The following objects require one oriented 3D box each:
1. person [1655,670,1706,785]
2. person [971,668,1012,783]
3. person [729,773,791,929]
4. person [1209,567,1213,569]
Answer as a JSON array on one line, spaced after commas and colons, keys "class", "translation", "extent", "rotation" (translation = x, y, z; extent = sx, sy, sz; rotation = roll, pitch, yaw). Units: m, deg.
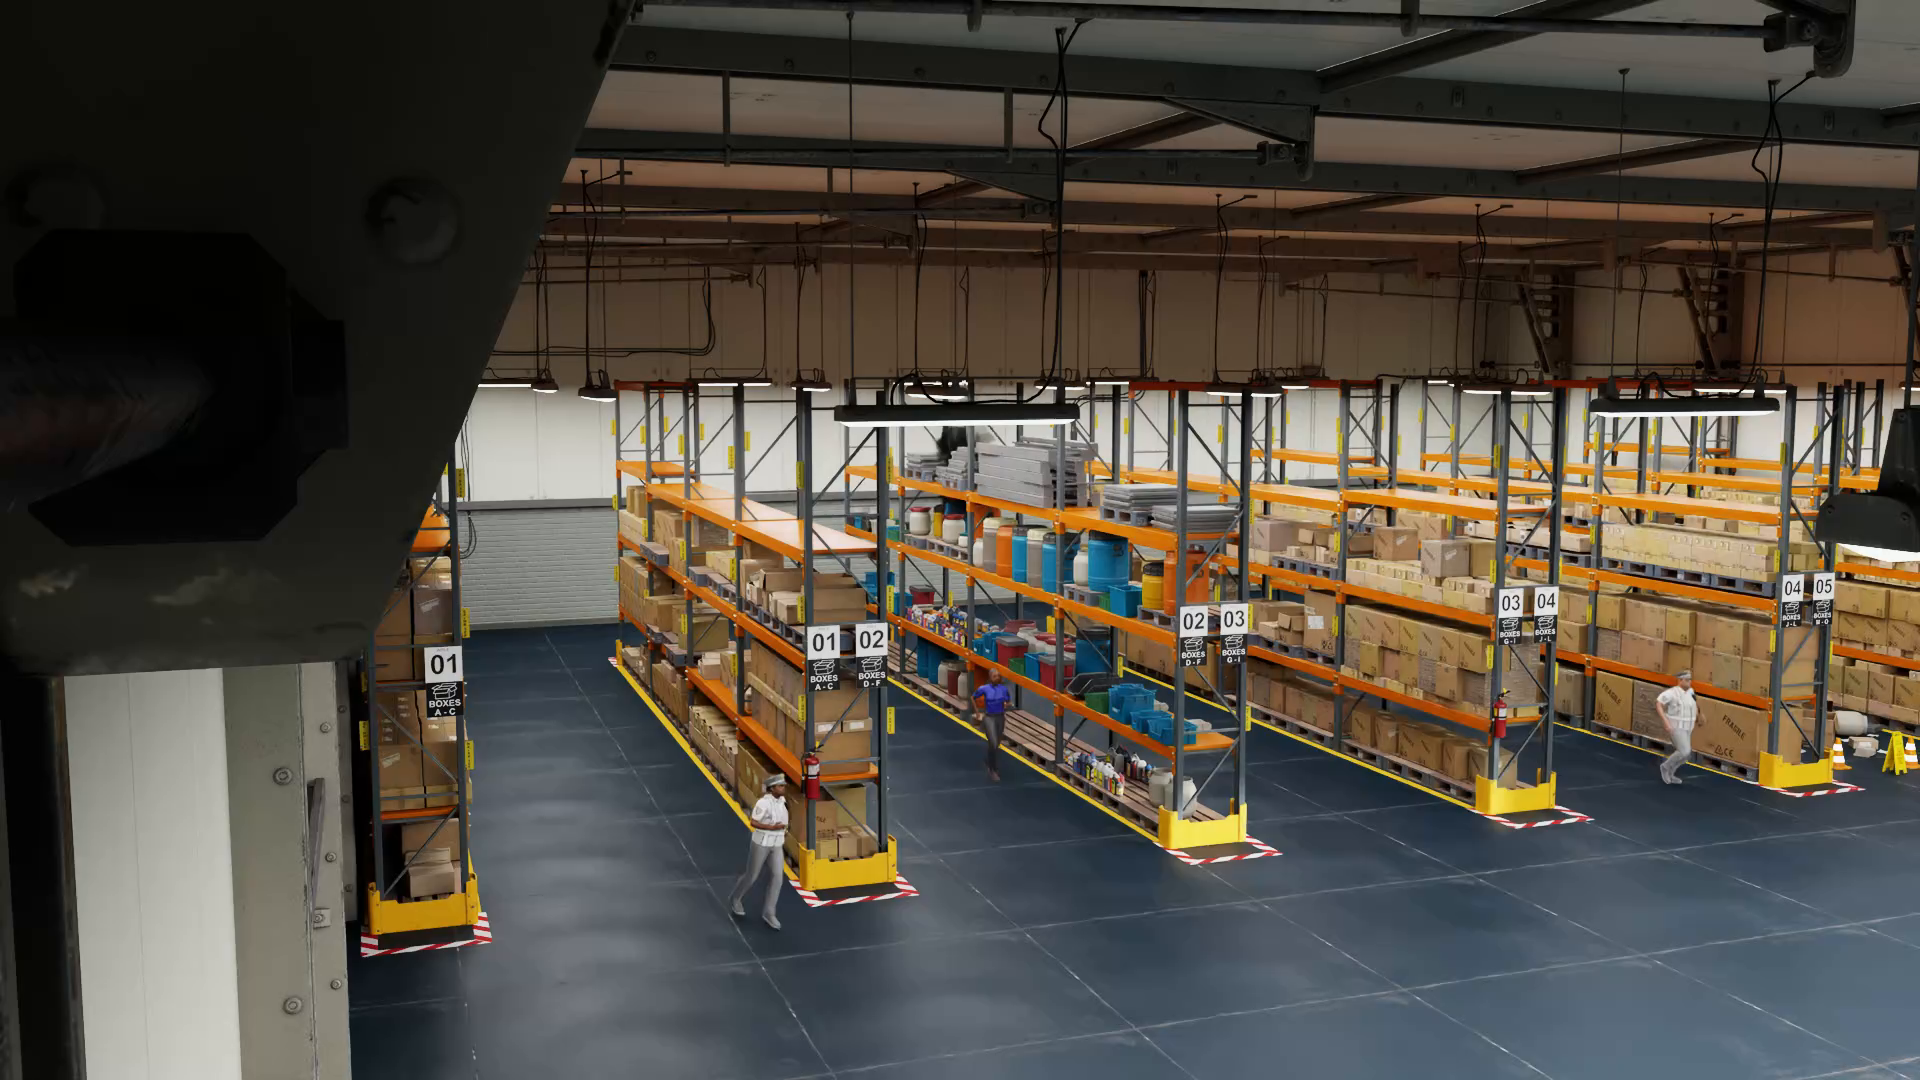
[{"class": "person", "translation": [10.888, 2.819, 25.042], "extent": [0.667, 1.757, 0.618], "rotation": [-4, 7, -31]}, {"class": "person", "translation": [0.506, 2.816, 25.495], "extent": [0.547, 1.718, 0.777], "rotation": [-3, 7, -27]}, {"class": "person", "translation": [-2.191, 3.494, 19.019], "extent": [0.847, 1.692, 0.614], "rotation": [6, 8, 44]}, {"class": "person", "translation": [5.744, 1.188, 40.724], "extent": [0.938, 1.678, 0.864], "rotation": [-2, 6, -22]}]
